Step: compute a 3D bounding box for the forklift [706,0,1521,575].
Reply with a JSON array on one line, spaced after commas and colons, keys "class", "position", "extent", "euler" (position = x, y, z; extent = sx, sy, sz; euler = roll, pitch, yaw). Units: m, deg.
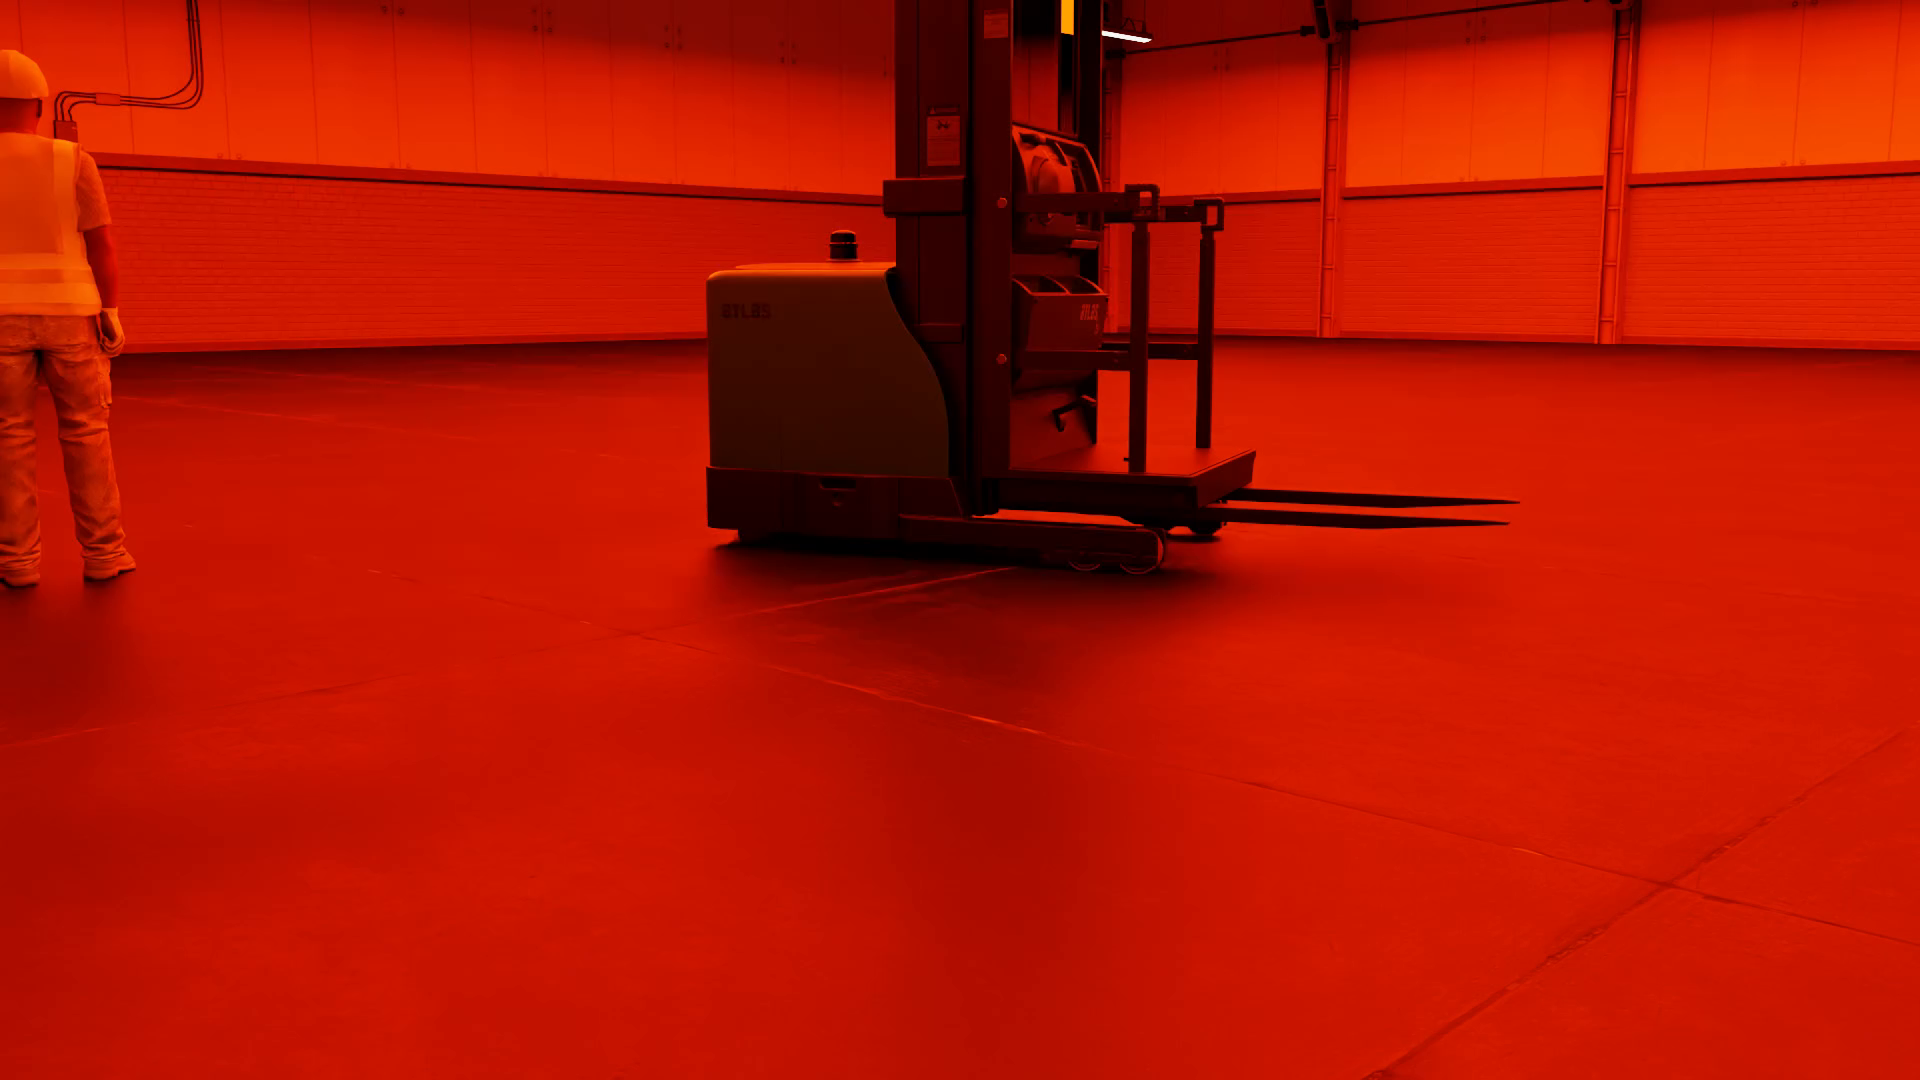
[{"class": "forklift", "position": [0.565, -1.416, 6.275], "extent": [3.031, 2.935, 1.130], "euler": [3, 9, 22]}]

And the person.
[{"class": "person", "position": [-3.164, -0.747, 5.690], "extent": [0.542, 1.789, 0.387], "euler": [-4, 9, -25]}]
